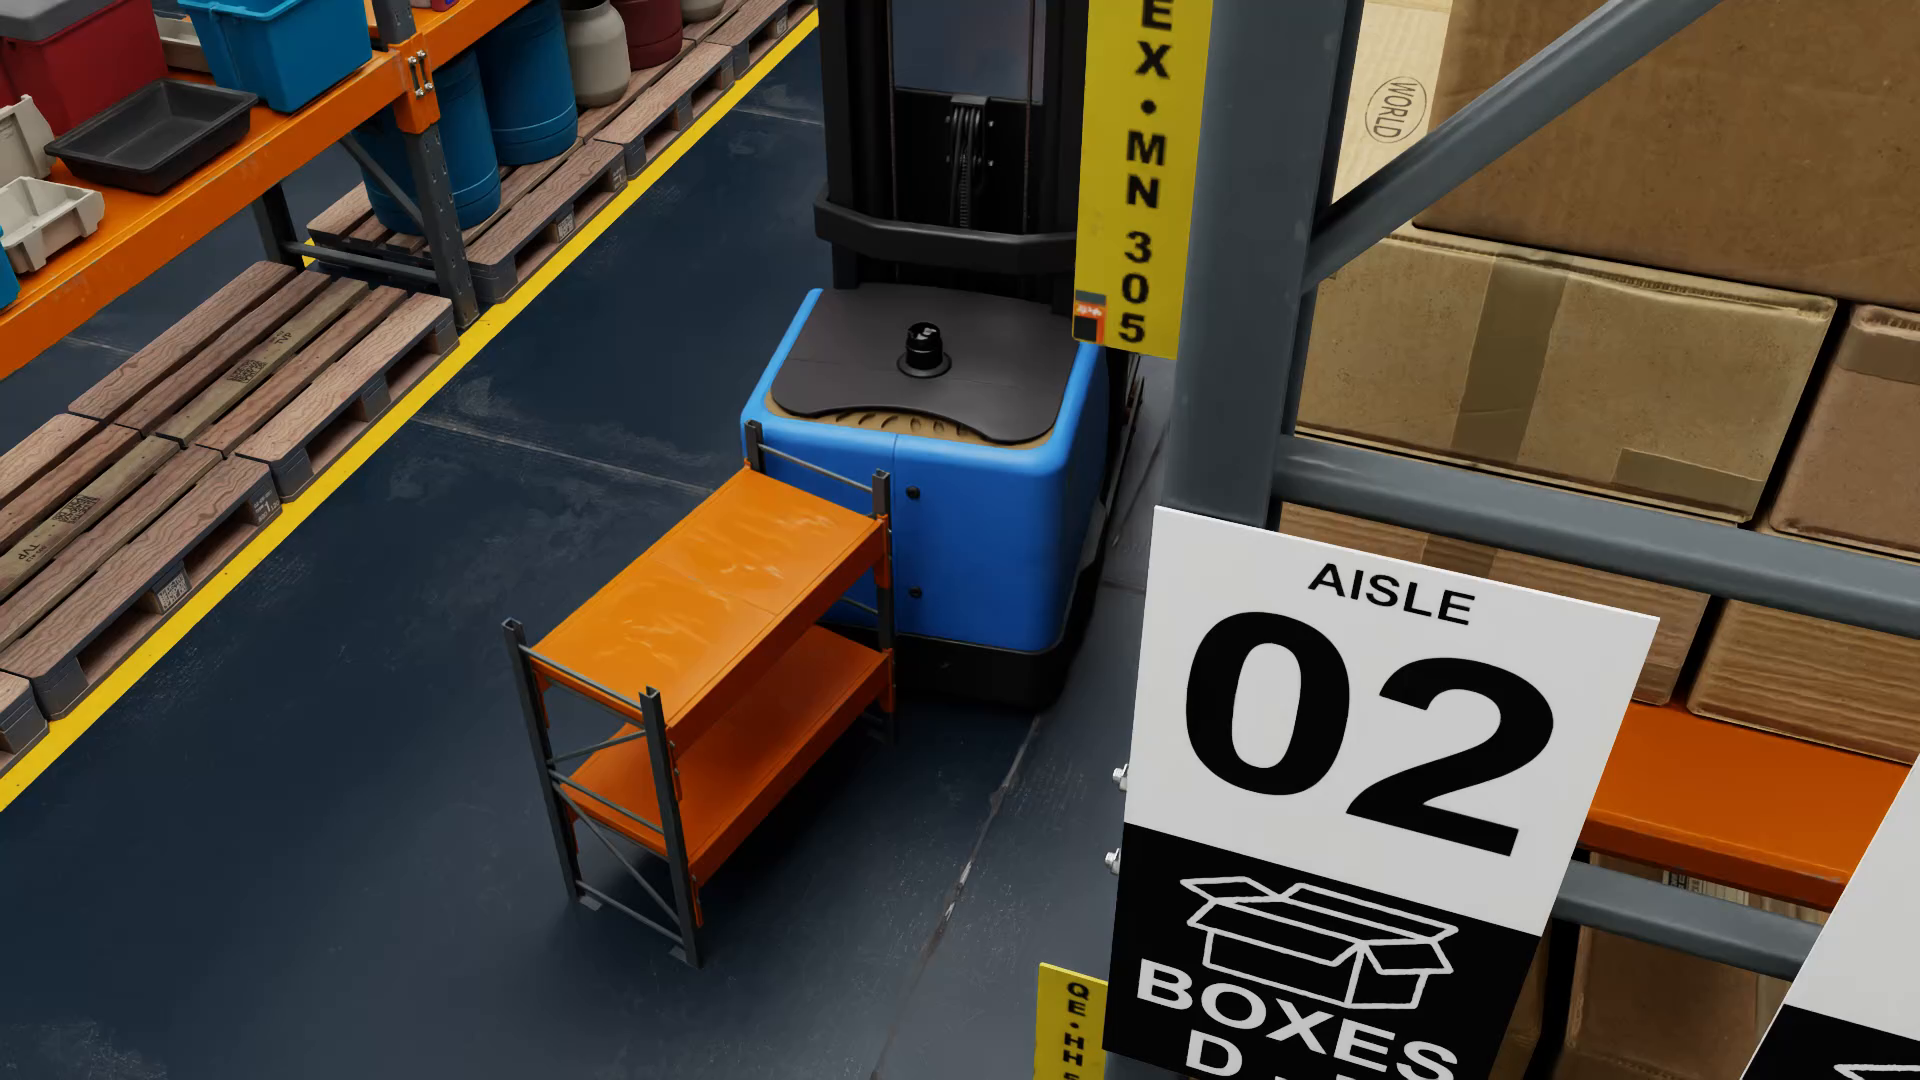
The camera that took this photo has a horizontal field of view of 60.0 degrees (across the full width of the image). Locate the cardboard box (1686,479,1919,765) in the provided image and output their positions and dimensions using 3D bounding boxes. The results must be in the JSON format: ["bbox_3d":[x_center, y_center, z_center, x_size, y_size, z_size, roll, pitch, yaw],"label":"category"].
[{"bbox_3d":[1.071,-0.010,1.755,0.500,0.250,0.500,13,42,15],"label":"cardboard box"}]

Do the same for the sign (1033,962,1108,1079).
[{"bbox_3d":[0.141,0.635,2.059,0.100,0.325,0.005,13,42,15],"label":"sign"}]

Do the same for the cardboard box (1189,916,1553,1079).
[{"bbox_3d":[0.550,0.580,2.411,0.500,0.500,0.500,13,42,15],"label":"cardboard box"}]

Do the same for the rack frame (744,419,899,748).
[{"bbox_3d":[-0.420,0.161,5.195,0.500,1.125,0.032,22,45,24],"label":"rack frame"}]

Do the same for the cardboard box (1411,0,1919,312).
[{"bbox_3d":[0.816,-0.545,1.419,0.700,0.500,0.500,13,42,15],"label":"cardboard box"}]

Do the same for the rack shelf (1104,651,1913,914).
[{"bbox_3d":[1.340,-0.756,3.068,1.077,0.370,4.000,13,42,15],"label":"rack shelf"}]

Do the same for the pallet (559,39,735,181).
[{"bbox_3d":[-1.911,-2.357,8.850,1.003,0.211,1.213,13,42,15],"label":"pallet"}]

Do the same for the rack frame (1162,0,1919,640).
[{"bbox_3d":[0.656,-0.951,0.431,1.000,3.000,0.127,13,42,15],"label":"rack frame"}]

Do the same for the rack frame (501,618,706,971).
[{"bbox_3d":[-0.957,0.721,4.538,0.500,1.125,0.032,22,45,24],"label":"rack frame"}]

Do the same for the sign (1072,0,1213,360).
[{"bbox_3d":[0.141,-0.282,1.276,0.100,0.325,0.005,13,42,15],"label":"sign"}]

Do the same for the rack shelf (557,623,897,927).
[{"bbox_3d":[-0.688,0.627,5.025,0.538,0.278,1.000,22,45,24],"label":"rack shelf"}]

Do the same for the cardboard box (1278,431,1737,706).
[{"bbox_3d":[0.584,-0.125,1.889,0.500,0.250,0.500,13,42,15],"label":"cardboard box"}]

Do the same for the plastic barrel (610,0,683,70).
[{"bbox_3d":[-1.799,-2.901,8.874,0.600,0.588,0.708,13,42,15],"label":"plastic barrel"}]

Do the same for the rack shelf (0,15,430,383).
[{"bbox_3d":[-3.314,-0.717,5.333,1.077,0.370,4.000,13,42,15],"label":"rack shelf"}]

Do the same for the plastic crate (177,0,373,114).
[{"bbox_3d":[-2.469,-1.866,6.093,0.392,0.384,0.575,13,42,15],"label":"plastic crate"}]

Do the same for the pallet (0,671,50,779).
[{"bbox_3d":[-3.679,0.796,5.154,1.003,0.211,1.213,13,42,15],"label":"pallet"}]

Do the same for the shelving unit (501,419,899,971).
[{"bbox_3d":[-0.688,0.441,4.867,0.538,1.125,1.048,22,45,24],"label":"shelving unit"}]

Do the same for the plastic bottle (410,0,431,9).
[{"bbox_3d":[-2.191,-2.359,6.742,0.144,0.351,0.185,13,42,15],"label":"plastic bottle"}]

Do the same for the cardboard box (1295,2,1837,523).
[{"bbox_3d":[0.592,-0.313,1.725,0.500,0.250,0.500,13,42,15],"label":"cardboard box"}]

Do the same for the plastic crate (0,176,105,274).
[{"bbox_3d":[-2.943,-1.004,5.272,0.293,0.136,0.466,13,42,15],"label":"plastic crate"}]

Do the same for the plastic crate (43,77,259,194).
[{"bbox_3d":[-2.760,-1.386,5.729,0.437,0.125,0.590,13,42,15],"label":"plastic crate"}]

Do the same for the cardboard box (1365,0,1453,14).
[{"bbox_3d":[0.763,-0.618,2.082,0.500,0.250,0.500,13,42,15],"label":"cardboard box"}]

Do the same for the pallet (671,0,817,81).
[{"bbox_3d":[-1.492,-3.099,9.719,1.003,0.211,1.213,13,42,15],"label":"pallet"}]

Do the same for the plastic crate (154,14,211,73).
[{"bbox_3d":[-2.923,-1.880,6.300,0.396,0.136,0.243,13,42,15],"label":"plastic crate"}]

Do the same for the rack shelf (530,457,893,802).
[{"bbox_3d":[-0.688,0.218,4.677,0.538,0.278,1.000,22,45,24],"label":"rack shelf"}]

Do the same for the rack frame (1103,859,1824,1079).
[{"bbox_3d":[0.656,1.331,2.378,1.000,3.000,0.127,13,42,15],"label":"rack frame"}]

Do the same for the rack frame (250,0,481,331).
[{"bbox_3d":[-2.630,-2.210,6.529,1.000,3.000,0.127,13,42,15],"label":"rack frame"}]

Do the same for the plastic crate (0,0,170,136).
[{"bbox_3d":[-3.171,-1.768,5.916,0.402,0.464,0.583,13,42,15],"label":"plastic crate"}]

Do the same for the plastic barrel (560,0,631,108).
[{"bbox_3d":[-1.908,-2.508,8.472,0.421,0.512,0.421,0,40,0],"label":"plastic barrel"}]

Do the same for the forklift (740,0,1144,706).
[{"bbox_3d":[0.137,-1.531,5.786,1.130,2.935,3.031,8,41,10],"label":"forklift"}]

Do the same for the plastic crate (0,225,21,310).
[{"bbox_3d":[-3.051,-0.793,4.951,0.416,0.233,0.300,13,42,15],"label":"plastic crate"}]

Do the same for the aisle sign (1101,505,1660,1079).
[{"bbox_3d":[0.345,0.316,1.566,0.394,0.787,0.004,13,42,15],"label":"aisle sign"}]

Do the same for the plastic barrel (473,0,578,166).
[{"bbox_3d":[-2.186,-2.331,7.965,0.600,0.901,0.708,13,42,15],"label":"plastic barrel"}]

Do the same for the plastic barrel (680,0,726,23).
[{"bbox_3d":[-1.522,-3.197,9.279,0.421,0.512,0.421,0,40,0],"label":"plastic barrel"}]

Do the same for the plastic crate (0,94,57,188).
[{"bbox_3d":[-3.325,-1.297,5.505,0.437,0.282,0.530,13,42,15],"label":"plastic crate"}]

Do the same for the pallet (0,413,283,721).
[{"bbox_3d":[-3.260,0.055,6.023,1.003,0.211,1.213,13,42,15],"label":"pallet"}]

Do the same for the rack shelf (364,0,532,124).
[{"bbox_3d":[-1.946,-3.156,8.193,1.077,0.370,4.000,13,42,15],"label":"rack shelf"}]

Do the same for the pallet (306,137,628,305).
[{"bbox_3d":[-2.327,-1.611,7.975,1.003,0.211,1.213,13,42,15],"label":"pallet"}]

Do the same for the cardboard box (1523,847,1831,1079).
[{"bbox_3d":[1.055,0.701,2.270,0.500,0.500,0.500,15,43,16],"label":"cardboard box"}]

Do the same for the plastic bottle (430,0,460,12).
[{"bbox_3d":[-2.103,-2.295,6.718,0.061,0.283,0.133,13,42,15],"label":"plastic bottle"}]

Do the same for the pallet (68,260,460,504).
[{"bbox_3d":[-2.845,-0.692,6.899,1.003,0.211,1.213,13,42,15],"label":"pallet"}]

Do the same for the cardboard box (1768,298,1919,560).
[{"bbox_3d":[1.076,-0.199,1.591,0.500,0.250,0.500,13,42,15],"label":"cardboard box"}]

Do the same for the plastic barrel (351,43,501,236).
[{"bbox_3d":[-2.428,-1.900,7.459,0.600,0.901,0.708,13,42,15],"label":"plastic barrel"}]
